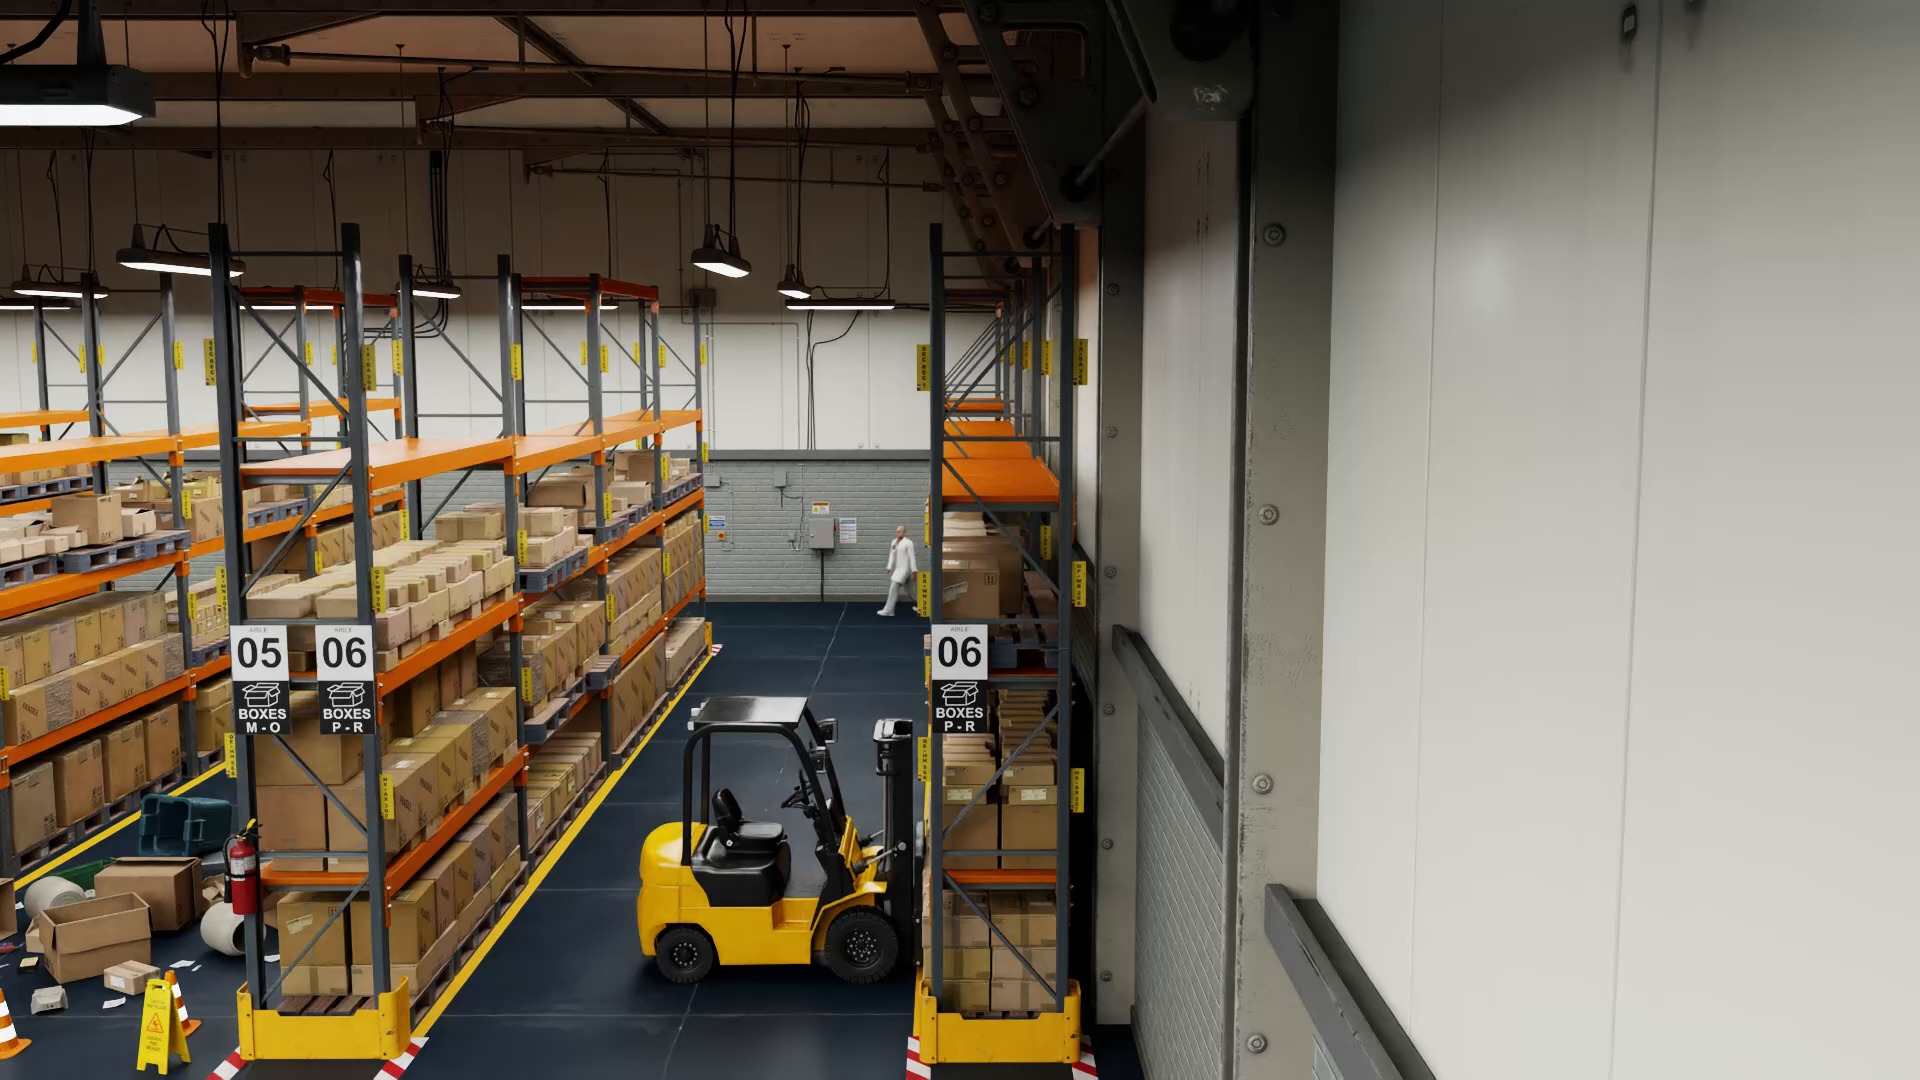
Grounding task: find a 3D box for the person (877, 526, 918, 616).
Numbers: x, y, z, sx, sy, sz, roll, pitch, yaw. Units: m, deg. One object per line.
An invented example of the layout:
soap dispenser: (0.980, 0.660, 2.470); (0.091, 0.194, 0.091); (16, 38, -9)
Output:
person: (-1.094, 0.578, 31.911); (1.134, 1.732, 0.547); (-2, 7, -20)
